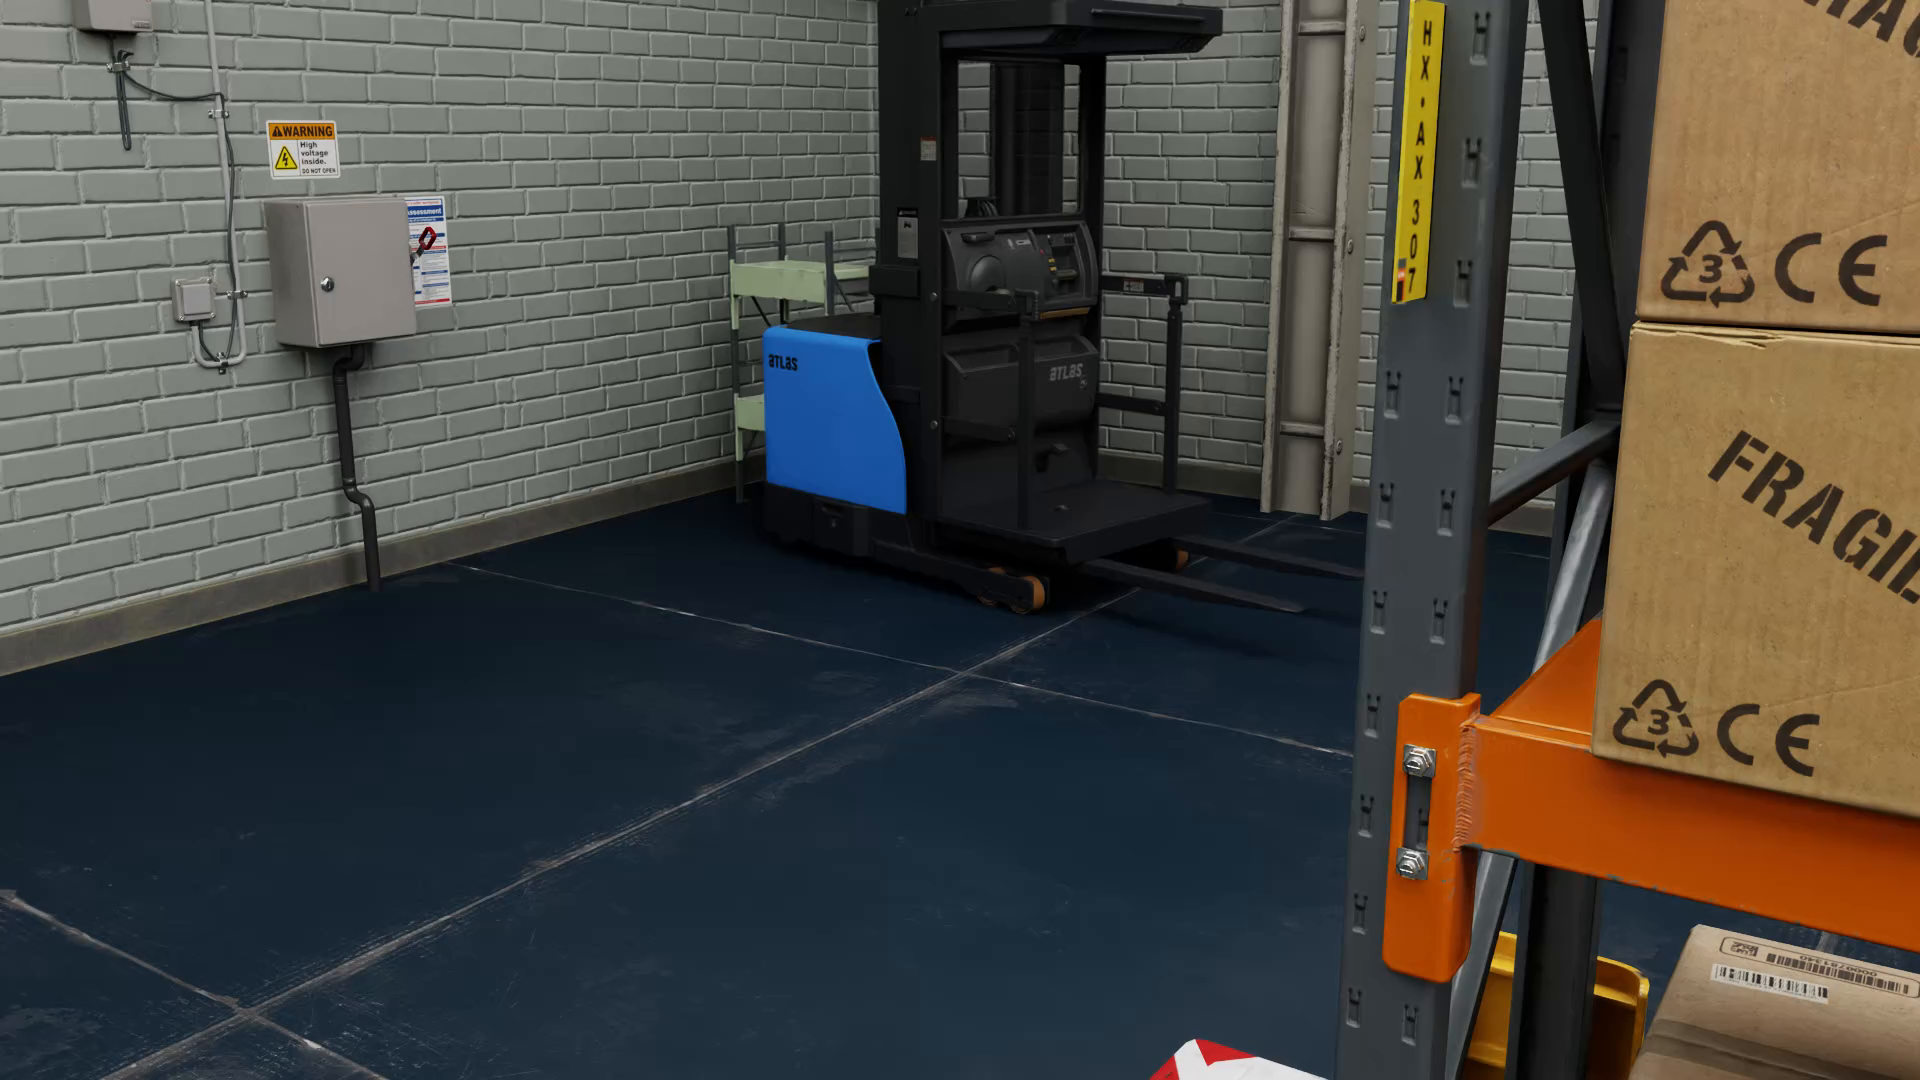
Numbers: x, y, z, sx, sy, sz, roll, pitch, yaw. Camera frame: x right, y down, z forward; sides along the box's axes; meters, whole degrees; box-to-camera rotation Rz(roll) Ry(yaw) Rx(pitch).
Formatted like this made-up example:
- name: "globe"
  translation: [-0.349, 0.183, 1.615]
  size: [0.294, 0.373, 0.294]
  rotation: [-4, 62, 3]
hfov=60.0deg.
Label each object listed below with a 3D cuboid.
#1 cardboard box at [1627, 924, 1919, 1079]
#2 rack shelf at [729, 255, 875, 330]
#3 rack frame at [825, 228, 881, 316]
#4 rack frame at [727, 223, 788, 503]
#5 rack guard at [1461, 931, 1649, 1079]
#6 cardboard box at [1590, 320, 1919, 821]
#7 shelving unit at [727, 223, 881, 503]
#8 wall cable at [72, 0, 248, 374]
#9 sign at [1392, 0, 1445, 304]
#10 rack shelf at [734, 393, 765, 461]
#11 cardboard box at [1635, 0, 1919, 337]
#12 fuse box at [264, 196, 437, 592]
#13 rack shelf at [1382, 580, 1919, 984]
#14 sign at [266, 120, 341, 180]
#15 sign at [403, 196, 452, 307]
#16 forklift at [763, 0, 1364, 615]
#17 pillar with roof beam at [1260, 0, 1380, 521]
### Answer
- name: "cardboard box"
  translation: [1.430, 1.026, 2.395]
  size: [0.875, 0.438, 0.875]
  rotation: [9, 16, 31]
- name: "rack shelf"
  translation: [-0.815, -1.288, 8.782]
  size: [0.720, 0.370, 0.431]
  rotation: [12, 18, 39]
- name: "rack frame"
  translation: [-0.537, -0.852, 8.644]
  size: [0.023, 1.500, 0.400]
  rotation: [12, 18, 39]
- name: "rack frame"
  translation: [-1.092, -0.967, 9.107]
  size: [0.023, 1.500, 0.400]
  rotation: [12, 18, 39]
- name: "rack guard"
  translation: [0.807, 1.127, 2.728]
  size: [0.348, 0.500, 1.175]
  rotation: [9, 17, 33]
- name: "cardboard box"
  translation: [1.065, -0.010, 1.911]
  size: [0.500, 0.500, 0.500]
  rotation: [9, 17, 32]
- name: "shelving unit"
  translation: [-0.815, -0.909, 8.876]
  size: [0.755, 1.500, 0.431]
  rotation: [12, 18, 39]
- name: "wall cable"
  translation: [-3.083, -1.612, 6.477]
  size: [0.122, 1.984, 0.588]
  rotation: [9, 17, 33]
- name: "sign"
  translation: [0.512, -0.431, 1.857]
  size: [0.005, 0.325, 0.100]
  rotation: [9, 17, 33]
- name: "rack shelf"
  translation: [-0.815, -0.593, 8.954]
  size: [0.720, 0.370, 0.431]
  rotation: [12, 18, 39]
- name: "cardboard box"
  translation: [1.066, -0.495, 1.793]
  size: [0.500, 0.500, 0.500]
  rotation: [9, 16, 32]
- name: "fuse box"
  translation: [-2.572, -0.608, 7.219]
  size: [0.414, 1.711, 0.539]
  rotation: [9, 17, 33]
- name: "rack shelf"
  translation: [2.486, 0.535, 1.418]
  size: [4.000, 0.370, 1.077]
  rotation: [9, 17, 33]
- name: "sign"
  translation: [-2.775, -1.651, 7.032]
  size: [0.001, 0.242, 0.339]
  rotation: [9, 17, 33]
- name: "sign"
  translation: [-2.468, -1.314, 7.585]
  size: [0.001, 0.494, 0.329]
  rotation: [9, 17, 33]
- name: "forklift"
  translation: [0.432, -1.246, 7.259]
  size: [3.031, 2.935, 1.130]
  rotation: [13, 19, 43]
- name: "pillar with roof beam"
  translation: [-0.543, -3.668, 4.413]
  size: [0.400, 9.000, 9.100]
  rotation: [9, 17, 33]
